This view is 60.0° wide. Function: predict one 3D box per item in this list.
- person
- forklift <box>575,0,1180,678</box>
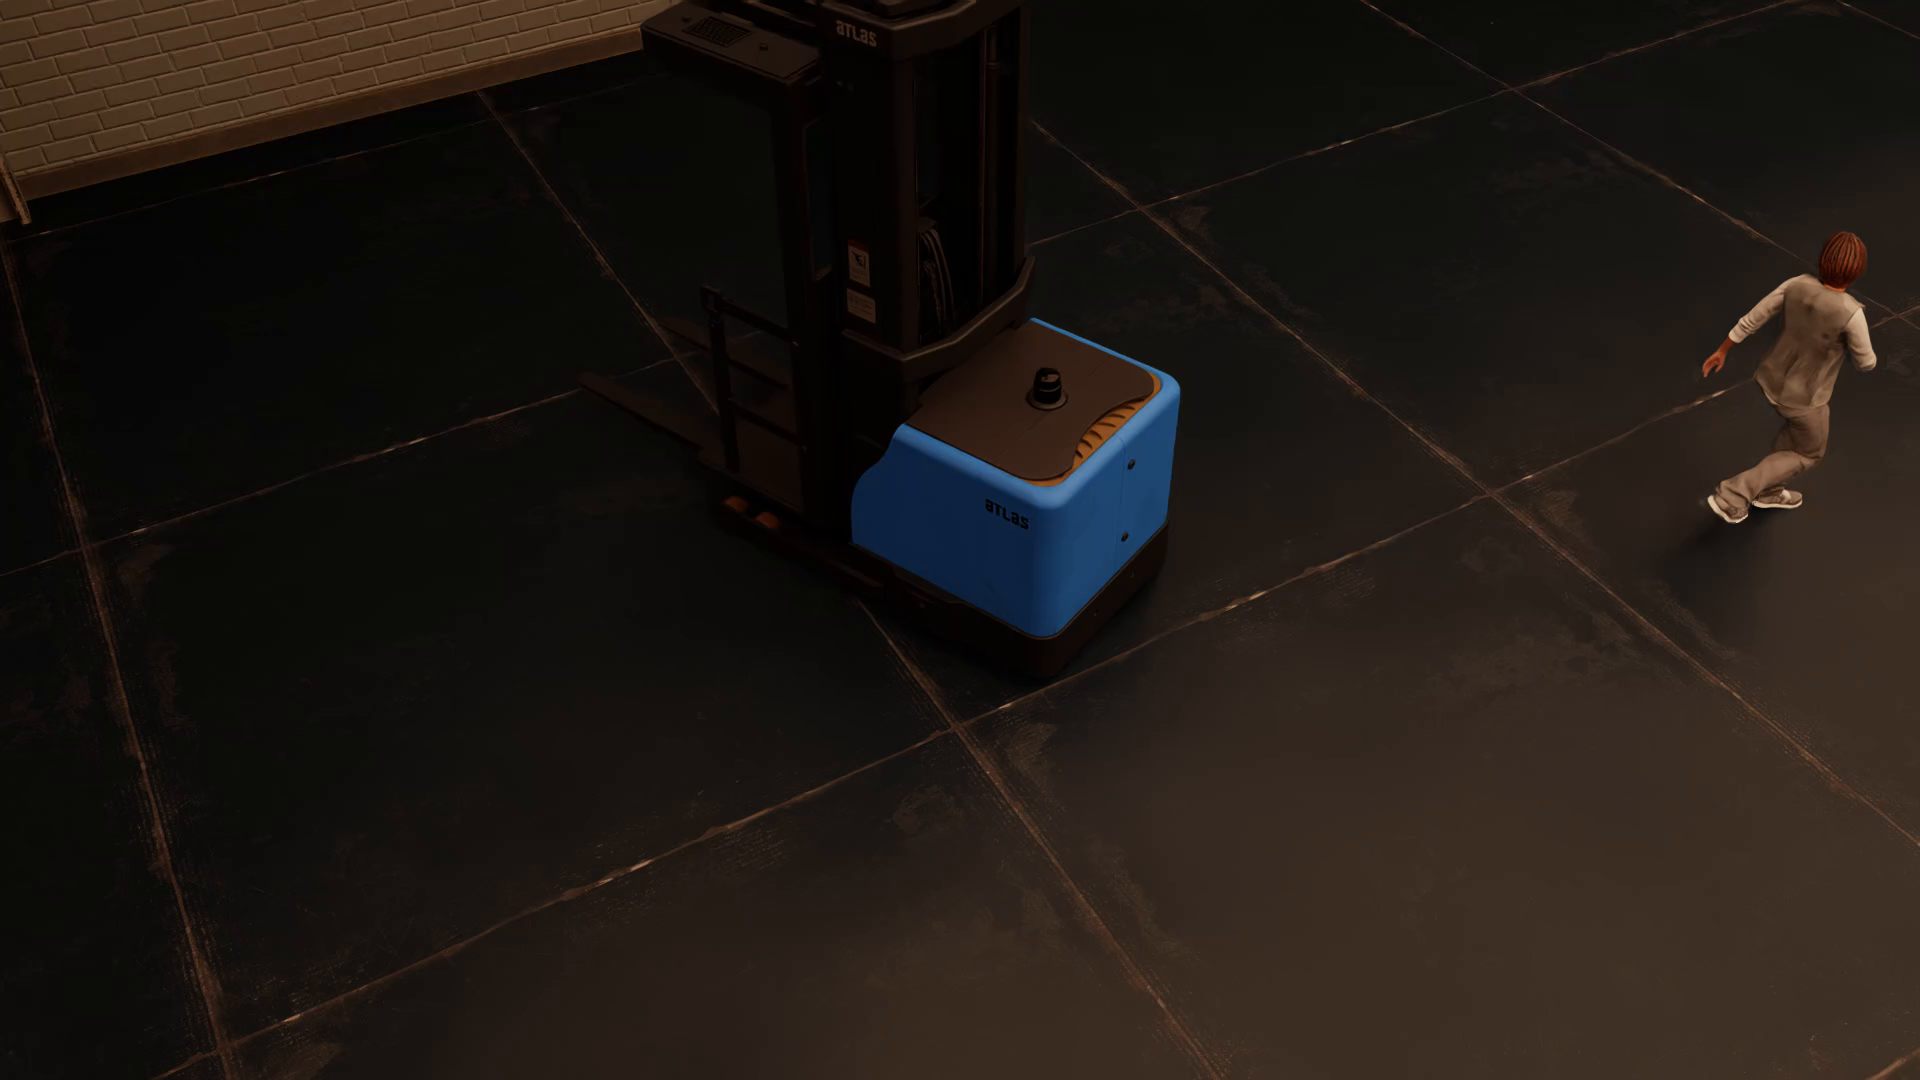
[{"bbox_3d":[3.768,-0.717,7.515,0.624,1.526,0.516,-9,44,-9],"label":"person"},{"bbox_3d":[-0.539,-1.302,7.102,3.031,2.935,1.130,27,49,26],"label":"forklift"}]
